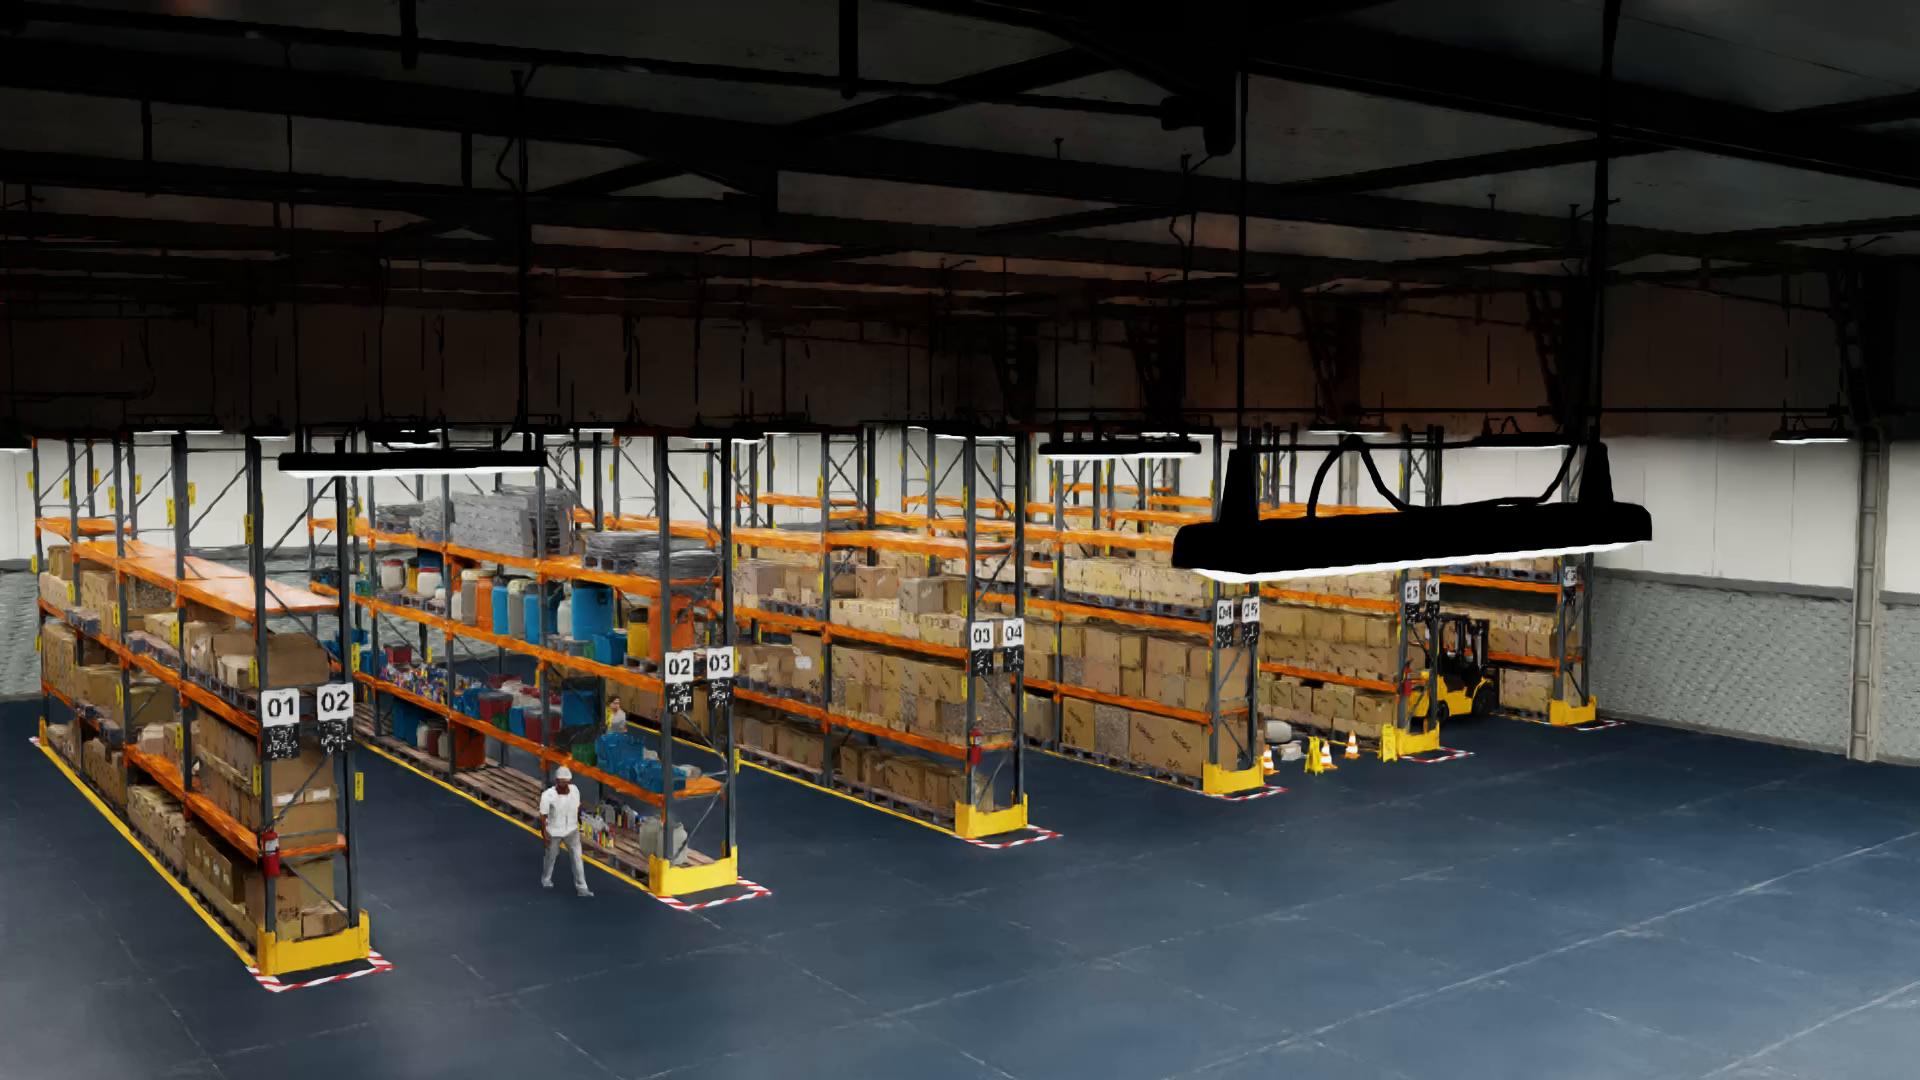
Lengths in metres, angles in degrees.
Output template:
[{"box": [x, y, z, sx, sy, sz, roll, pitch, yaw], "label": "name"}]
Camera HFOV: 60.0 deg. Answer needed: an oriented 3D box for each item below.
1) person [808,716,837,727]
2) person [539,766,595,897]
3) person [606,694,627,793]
[{"box": [-2.652, 2.918, 32.806, 0.669, 1.690, 0.819, -3, 5, -31], "label": "person"}, {"box": [-5.175, 3.771, 21.640, 0.579, 1.688, 1.108, -3, 5, -34], "label": "person"}, {"box": [-5.747, 3.348, 27.674, 0.445, 1.591, 1.110, -4, 6, -39], "label": "person"}]
